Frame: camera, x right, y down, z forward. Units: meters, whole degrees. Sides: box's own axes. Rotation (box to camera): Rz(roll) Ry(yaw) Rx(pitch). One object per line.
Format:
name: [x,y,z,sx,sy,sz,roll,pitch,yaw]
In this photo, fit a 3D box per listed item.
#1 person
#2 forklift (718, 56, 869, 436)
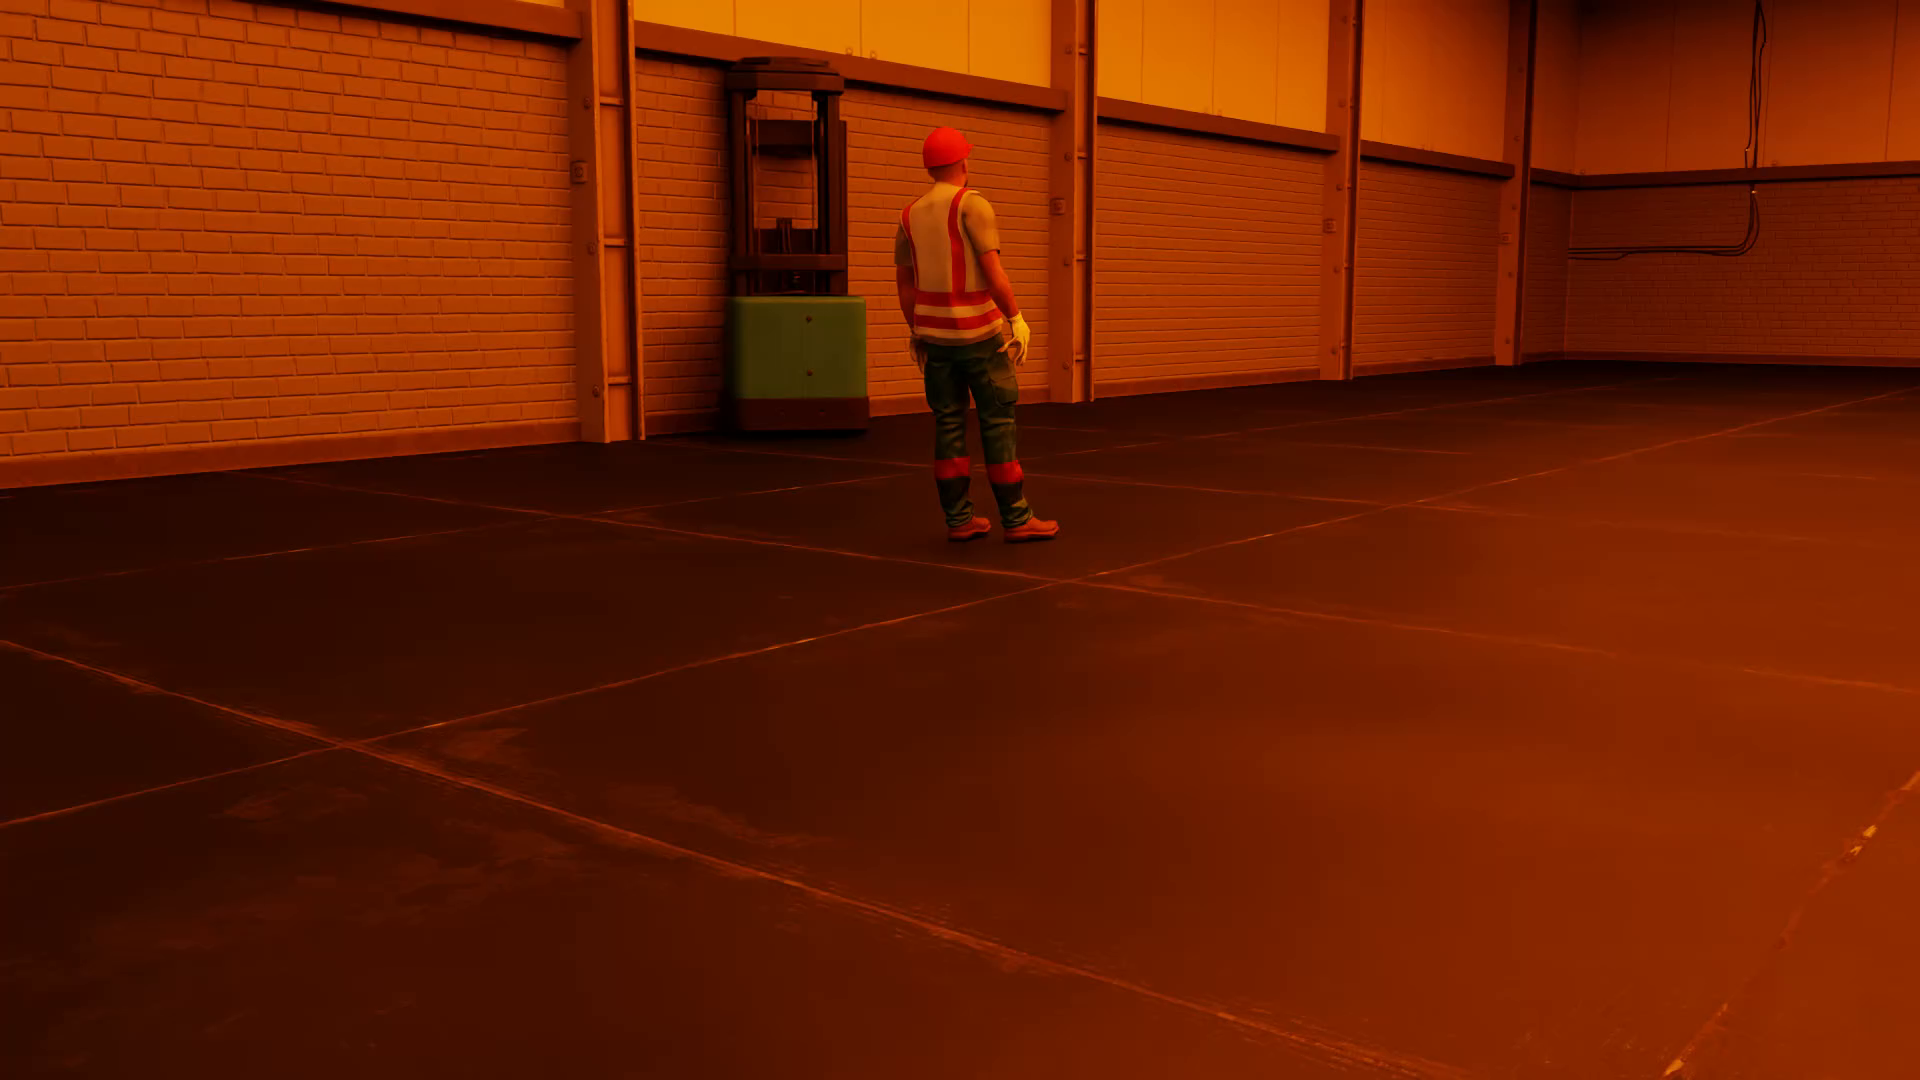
person: [0.060,-0.900,7.328,0.637,1.787,0.564,7,11,38]
forklift: [-1.518,-2.430,13.883,1.130,2.935,3.031,-2,9,-12]
